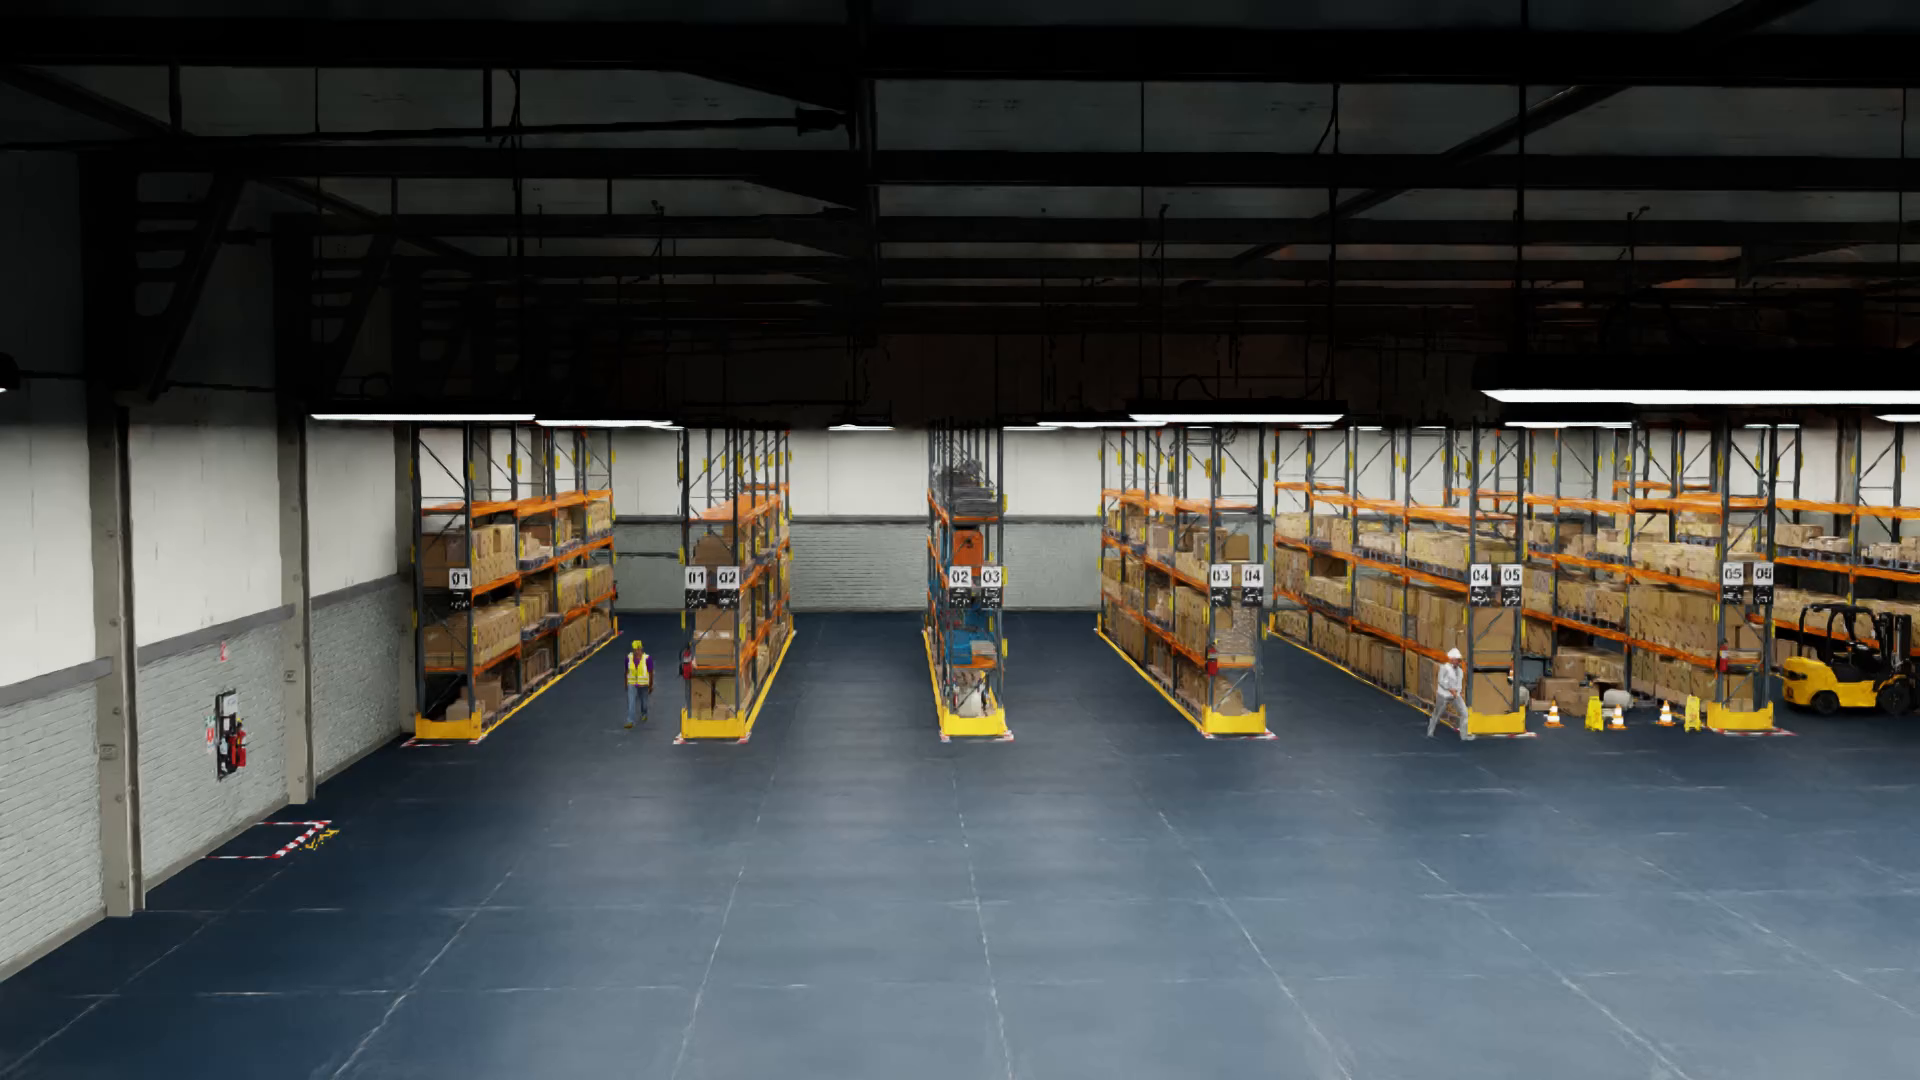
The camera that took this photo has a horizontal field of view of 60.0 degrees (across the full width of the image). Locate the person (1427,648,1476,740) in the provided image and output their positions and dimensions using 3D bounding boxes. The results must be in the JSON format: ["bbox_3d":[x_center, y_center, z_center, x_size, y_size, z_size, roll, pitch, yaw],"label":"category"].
[{"bbox_3d":[9.096,2.846,30.888,0.682,1.713,0.844,-1,4,-20],"label":"person"}]

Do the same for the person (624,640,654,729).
[{"bbox_3d":[-6.225,2.765,32.220,0.575,1.689,1.128,0,4,-5],"label":"person"}]

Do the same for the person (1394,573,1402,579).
[{"bbox_3d":[13.247,1.633,50.736,0.625,1.581,0.517,0,4,-4],"label":"person"}]
